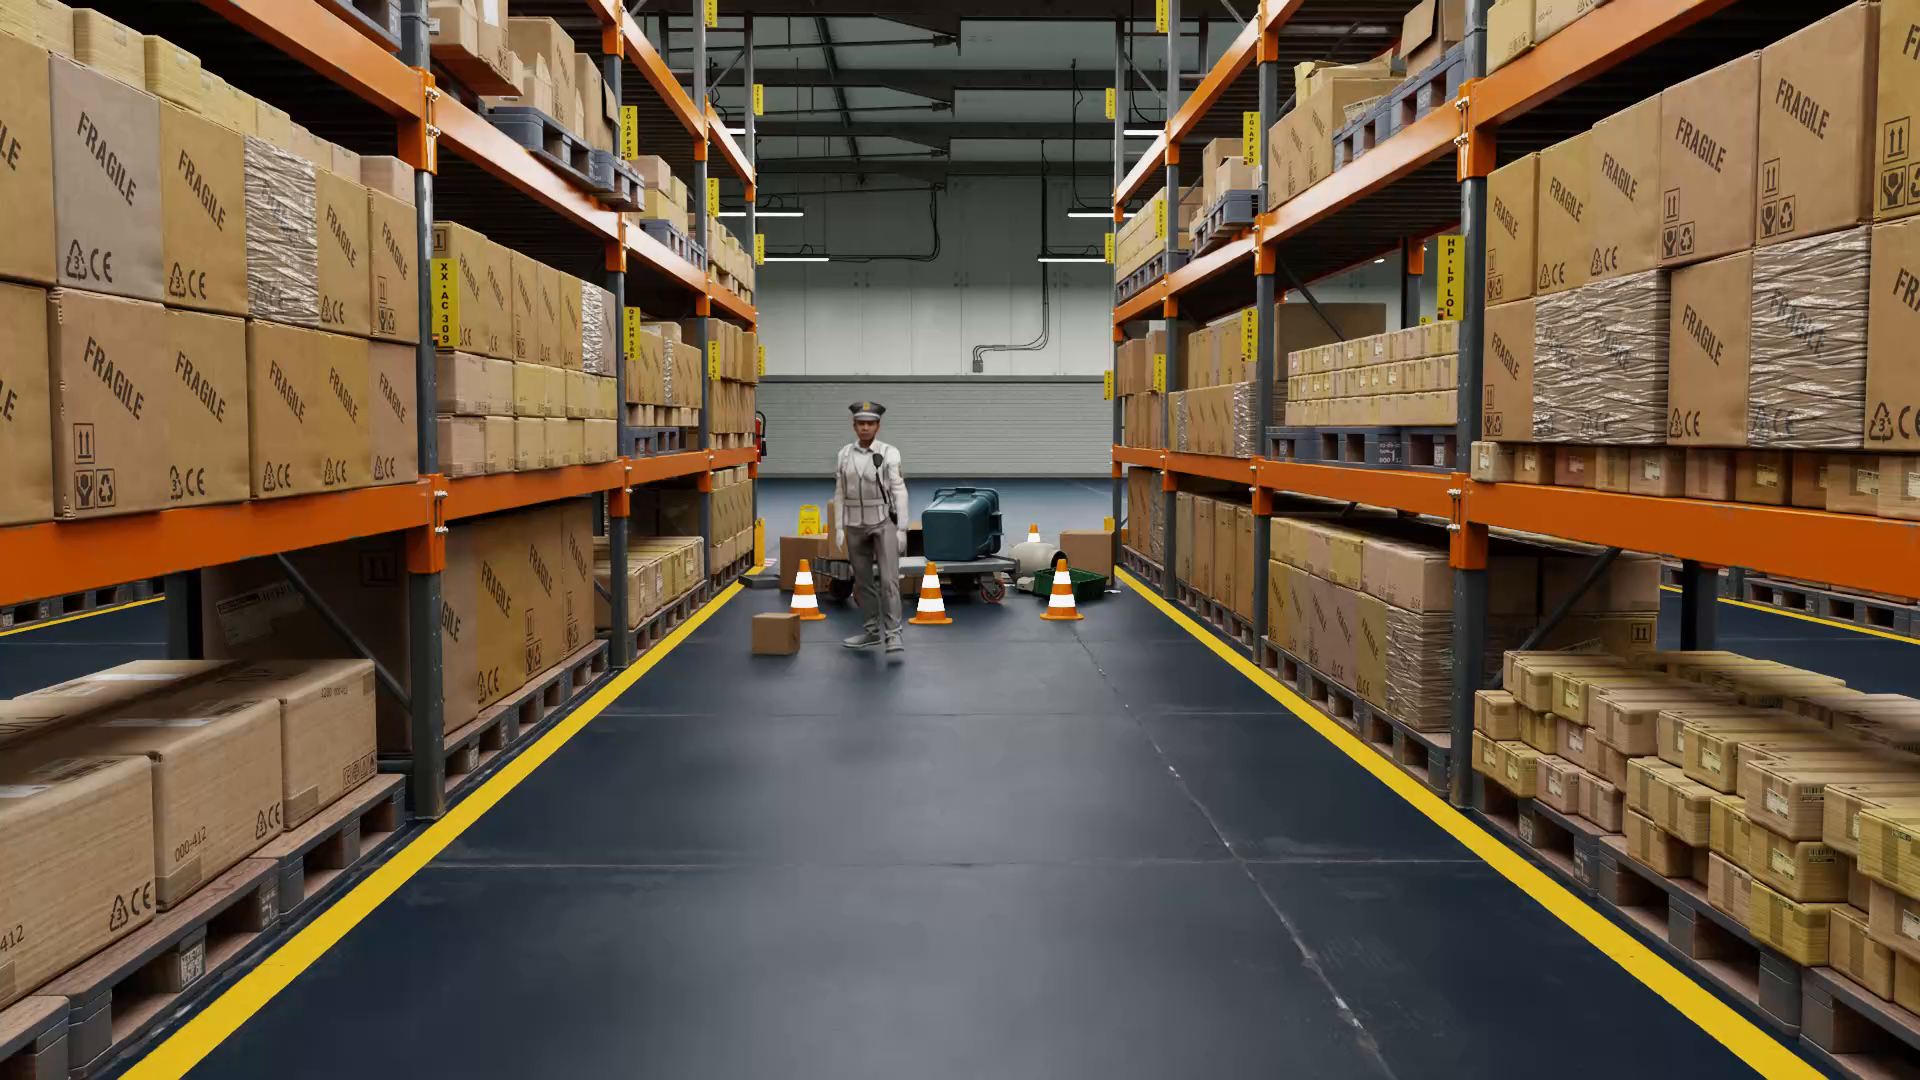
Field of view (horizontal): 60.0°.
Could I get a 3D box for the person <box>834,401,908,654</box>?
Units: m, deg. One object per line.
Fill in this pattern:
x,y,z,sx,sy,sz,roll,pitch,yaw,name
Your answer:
-0.560,-0.081,10.878,0.642,1.655,0.772,1,4,19,person
